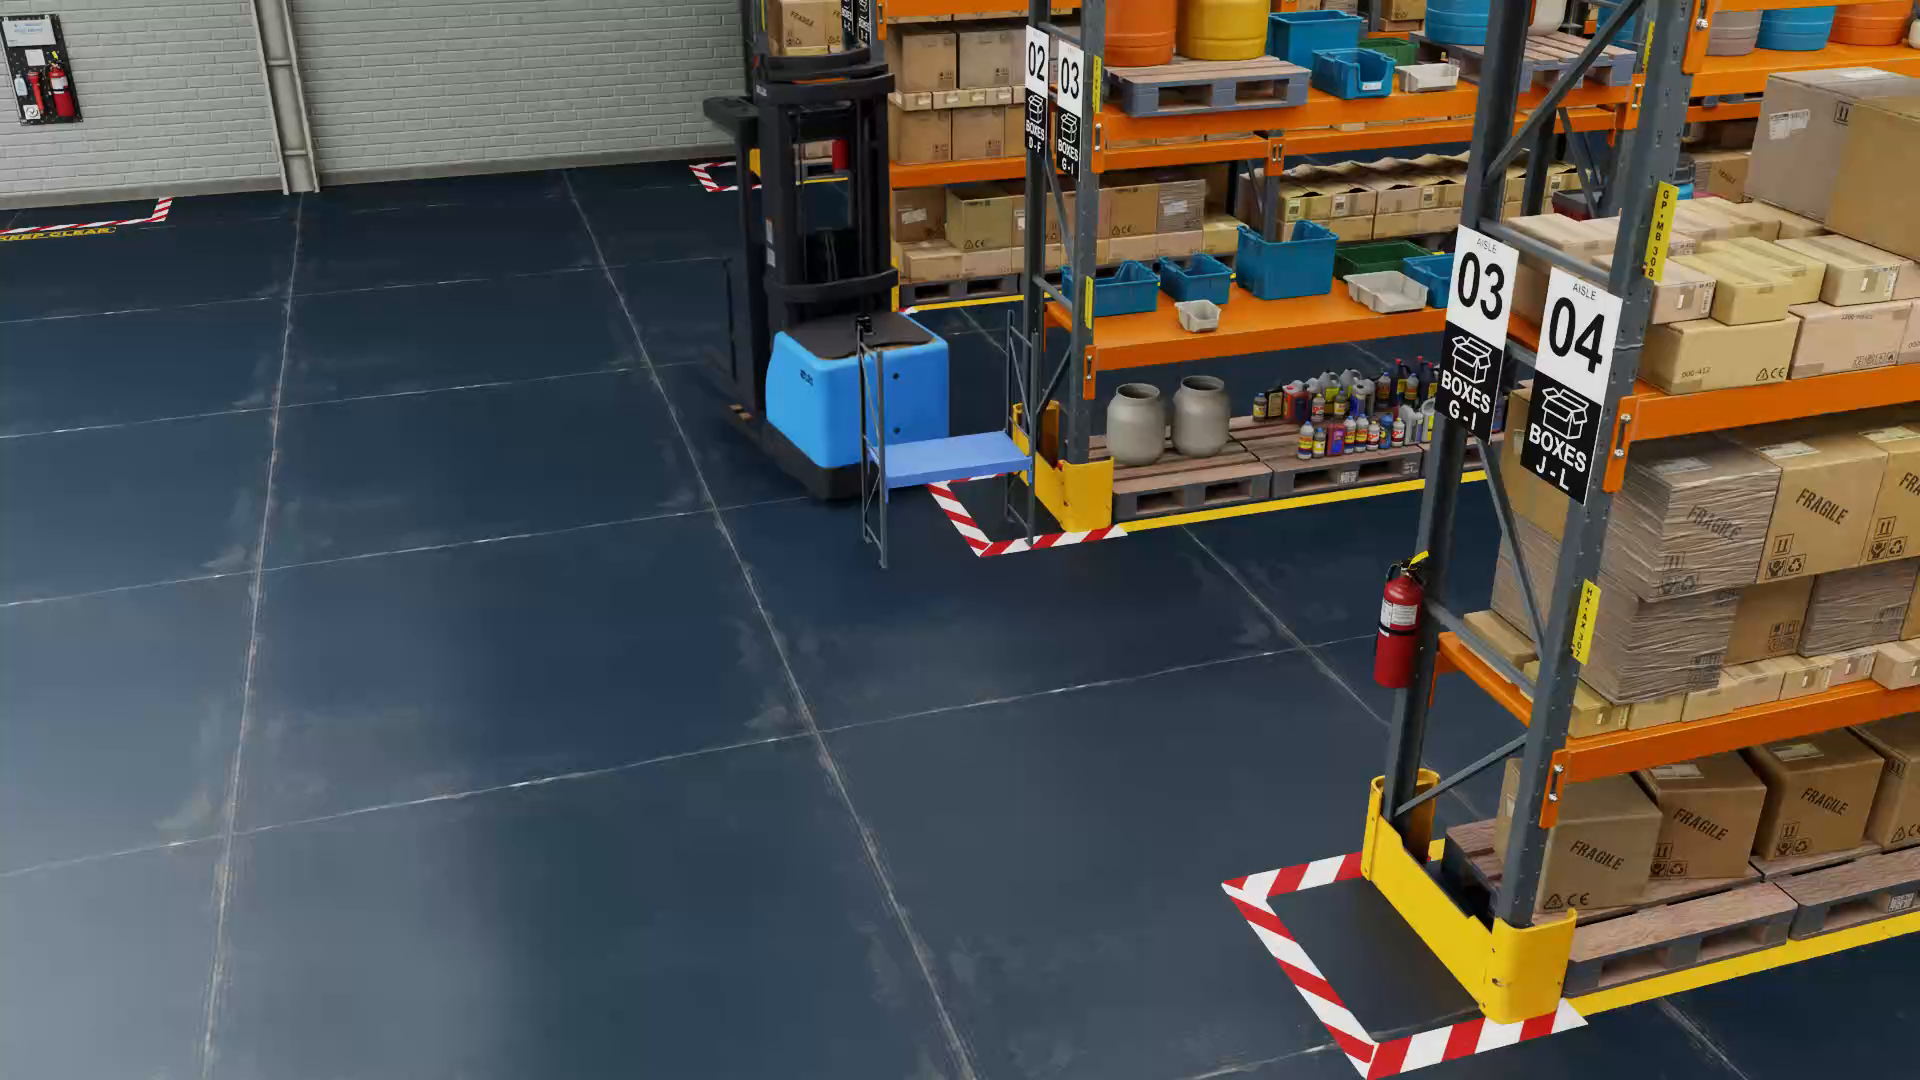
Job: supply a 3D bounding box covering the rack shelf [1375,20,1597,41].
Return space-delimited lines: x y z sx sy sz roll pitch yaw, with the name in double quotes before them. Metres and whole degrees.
"rack shelf" 7.096 -6.870 22.518 4.000 0.370 1.077 -8 28 -16

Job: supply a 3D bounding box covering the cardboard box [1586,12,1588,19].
"cardboard box" 8.271 -7.136 22.506 0.250 0.149 0.380 -7 27 -14

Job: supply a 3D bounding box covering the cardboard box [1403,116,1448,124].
"cardboard box" 4.641 -4.557 16.938 0.500 0.500 0.500 -8 28 -16

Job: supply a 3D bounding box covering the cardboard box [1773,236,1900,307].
"cardboard box" 3.282 -1.016 6.265 0.250 0.149 0.380 -7 27 -14

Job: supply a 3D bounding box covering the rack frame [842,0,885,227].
"rack frame" -0.875 -3.721 15.366 0.127 3.000 1.000 -8 28 -16

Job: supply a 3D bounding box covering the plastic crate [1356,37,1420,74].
"plastic crate" 2.874 -3.323 11.430 0.450 0.188 0.336 -8 28 -16

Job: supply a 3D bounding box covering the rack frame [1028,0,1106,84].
"rack frame" 0.655 -4.313 9.813 0.127 3.000 1.000 -8 28 -16

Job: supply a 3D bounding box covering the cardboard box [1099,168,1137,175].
"cardboard box" 1.440 -3.495 16.687 0.500 0.500 0.500 -8 28 -16

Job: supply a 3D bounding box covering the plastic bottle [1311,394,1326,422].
"plastic bottle" 2.702 -1.000 12.538 0.097 0.201 0.097 0 26 0

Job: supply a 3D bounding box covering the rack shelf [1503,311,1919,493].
"rack shelf" 4.091 -0.829 6.976 4.000 0.370 1.077 -8 28 -16

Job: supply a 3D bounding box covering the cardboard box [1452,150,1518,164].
"cardboard box" 5.646 -4.006 17.930 0.500 0.311 0.500 -9 28 -17

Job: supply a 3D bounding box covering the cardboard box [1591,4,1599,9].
"cardboard box" 8.637 -7.484 22.477 0.500 0.500 0.500 -9 28 -17

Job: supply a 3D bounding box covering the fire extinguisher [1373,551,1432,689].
"fire extinguisher" 1.938 0.324 7.306 0.183 0.674 0.296 -8 28 -16

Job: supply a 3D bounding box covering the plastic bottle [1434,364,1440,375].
"plastic bottle" 3.721 -1.239 12.936 0.135 0.276 0.152 -7 27 -14

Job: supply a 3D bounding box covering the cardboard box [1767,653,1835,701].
"cardboard box" 3.491 0.513 7.120 0.250 0.149 0.380 -8 28 -16

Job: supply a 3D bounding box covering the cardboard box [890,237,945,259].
"cardboard box" -0.457 -2.876 16.285 0.500 0.250 0.500 -8 28 -16

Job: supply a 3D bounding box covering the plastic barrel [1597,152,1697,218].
"plastic barrel" 4.920 -2.327 11.994 0.708 0.901 0.600 -8 28 -16

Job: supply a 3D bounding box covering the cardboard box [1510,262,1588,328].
"cardboard box" 2.569 -0.982 6.645 0.500 0.250 0.500 -8 27 -15

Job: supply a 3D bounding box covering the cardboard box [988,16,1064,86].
"cardboard box" 0.601 -4.557 15.480 0.500 0.500 0.700 -8 28 -16

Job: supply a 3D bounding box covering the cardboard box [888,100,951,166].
"cardboard box" -0.427 -3.825 15.463 0.500 0.500 0.700 -8 28 -16

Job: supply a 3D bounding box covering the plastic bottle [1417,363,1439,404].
"plastic bottle" 3.607 -1.191 12.754 0.185 0.351 0.144 -8 28 -16

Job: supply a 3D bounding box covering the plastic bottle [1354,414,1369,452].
"plastic bottle" 2.897 -0.780 12.016 0.097 0.271 0.097 0 26 0

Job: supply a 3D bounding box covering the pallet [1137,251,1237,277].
"pallet" 2.159 -2.931 16.911 1.213 0.211 1.003 -8 28 -16

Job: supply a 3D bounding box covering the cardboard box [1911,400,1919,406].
"cardboard box" 4.223 -0.325 6.954 0.500 0.500 0.500 -8 28 -16

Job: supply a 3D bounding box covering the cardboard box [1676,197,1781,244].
"cardboard box" 3.098 -1.272 6.780 0.250 0.149 0.380 -8 28 -16

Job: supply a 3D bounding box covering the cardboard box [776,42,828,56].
"cardboard box" -1.850 -5.690 19.478 0.500 0.250 0.500 -9 28 -18

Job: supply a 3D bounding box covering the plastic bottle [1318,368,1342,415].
"plastic bottle" 2.802 -1.142 12.655 0.185 0.351 0.144 -7 27 -14

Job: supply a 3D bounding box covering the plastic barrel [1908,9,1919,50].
"plastic barrel" 7.125 -3.736 12.178 0.301 0.262 0.301 0 26 0

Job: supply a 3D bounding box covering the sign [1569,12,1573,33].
"sign" 6.555 -5.534 17.805 0.005 0.325 0.100 -8 28 -16

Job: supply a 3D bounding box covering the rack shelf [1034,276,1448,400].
"rack shelf" 2.557 -1.579 11.861 4.000 0.370 1.077 -8 28 -16

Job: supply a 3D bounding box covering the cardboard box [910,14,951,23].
"cardboard box" -0.412 -6.240 19.742 0.500 0.500 0.500 -7 27 -14

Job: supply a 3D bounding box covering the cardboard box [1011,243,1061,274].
"cardboard box" 0.654 -2.796 16.124 0.500 0.250 0.500 -8 28 -16

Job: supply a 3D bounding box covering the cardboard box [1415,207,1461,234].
"cardboard box" 4.851 -3.391 17.322 0.500 0.250 0.500 -8 27 -15

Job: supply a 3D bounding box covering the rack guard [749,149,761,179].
"rack guard" -2.340 -4.706 20.161 0.348 0.500 1.175 -8 28 -16

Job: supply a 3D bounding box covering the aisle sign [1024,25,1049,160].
"aisle sign" 0.495 -2.906 10.801 0.004 0.787 0.394 -8 28 -16

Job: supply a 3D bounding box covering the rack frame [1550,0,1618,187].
"rack frame" 6.732 -4.823 17.585 0.127 3.000 1.000 -8 28 -16

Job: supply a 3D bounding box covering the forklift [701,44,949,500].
"forklift" -1.191 -2.217 12.413 1.130 2.935 3.031 -13 29 -24

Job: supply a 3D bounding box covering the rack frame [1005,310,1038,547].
"rack frame" 0.402 -0.730 11.028 0.032 1.500 0.500 -8 28 -16

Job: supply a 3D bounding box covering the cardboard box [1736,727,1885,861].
"cardboard box" 3.947 1.146 7.902 0.500 0.500 0.500 -6 27 -11

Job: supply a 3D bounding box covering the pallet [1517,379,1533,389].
"pallet" 5.193 -1.053 13.127 1.213 0.211 1.003 -8 28 -16

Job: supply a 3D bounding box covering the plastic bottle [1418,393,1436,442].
"plastic bottle" 3.446 -0.906 12.180 0.185 0.351 0.144 -8 28 -16

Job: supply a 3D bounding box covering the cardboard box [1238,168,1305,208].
"cardboard box" 3.225 -3.656 17.226 0.500 0.311 0.500 -8 28 -16

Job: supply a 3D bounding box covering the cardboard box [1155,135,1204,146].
"cardboard box" 2.009 -4.177 16.173 0.500 0.500 0.700 -9 28 -17

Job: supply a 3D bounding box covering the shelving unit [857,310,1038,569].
"shelving unit" -0.081 -0.660 10.887 1.048 1.500 0.538 -8 28 -16

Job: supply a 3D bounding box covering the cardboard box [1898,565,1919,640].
"cardboard box" 4.127 -0.008 7.441 0.500 0.500 0.875 -8 28 -16

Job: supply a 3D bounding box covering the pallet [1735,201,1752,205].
"pallet" 8.611 -3.827 18.715 1.213 0.211 1.003 -8 28 -16

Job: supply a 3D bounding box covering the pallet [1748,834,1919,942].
"pallet" 4.203 1.443 8.100 1.213 0.211 1.003 -8 28 -16

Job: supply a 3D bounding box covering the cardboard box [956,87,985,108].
"cardboard box" 0.053 -4.091 15.269 0.250 0.149 0.380 -8 28 -16

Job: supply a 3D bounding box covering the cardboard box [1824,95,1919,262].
"cardboard box" 3.684 -1.368 6.244 0.500 0.500 0.500 -8 28 -16

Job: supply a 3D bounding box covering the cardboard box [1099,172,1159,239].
"cardboard box" 1.602 -3.274 16.242 0.500 0.500 0.500 -8 28 -16

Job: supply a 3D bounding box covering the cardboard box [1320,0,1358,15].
"cardboard box" 4.750 -7.089 21.544 0.500 0.500 0.700 -12 29 -22

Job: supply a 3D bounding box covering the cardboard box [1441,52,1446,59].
"cardboard box" 5.934 -6.188 22.280 0.750 0.750 0.750 -9 28 -17

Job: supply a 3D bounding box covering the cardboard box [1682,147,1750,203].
"cardboard box" 8.228 -3.983 18.211 0.500 0.500 0.500 -9 28 -17

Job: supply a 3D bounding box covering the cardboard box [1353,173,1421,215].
"cardboard box" 4.368 -3.570 17.050 0.500 0.311 0.500 -9 28 -18

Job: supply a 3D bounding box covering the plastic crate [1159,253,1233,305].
"plastic crate" 1.658 -1.842 11.749 0.408 0.251 0.499 -8 28 -16

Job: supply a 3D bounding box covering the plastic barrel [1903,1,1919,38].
"plastic barrel" 7.414 -4.275 12.544 0.600 0.901 0.600 0 26 0

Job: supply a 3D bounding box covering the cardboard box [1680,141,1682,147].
"cardboard box" 7.601 -4.474 18.355 0.500 0.250 0.500 -7 27 -14

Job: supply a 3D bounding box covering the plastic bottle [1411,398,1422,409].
"plastic bottle" 3.390 -0.916 12.275 0.133 0.283 0.061 -8 28 -16
